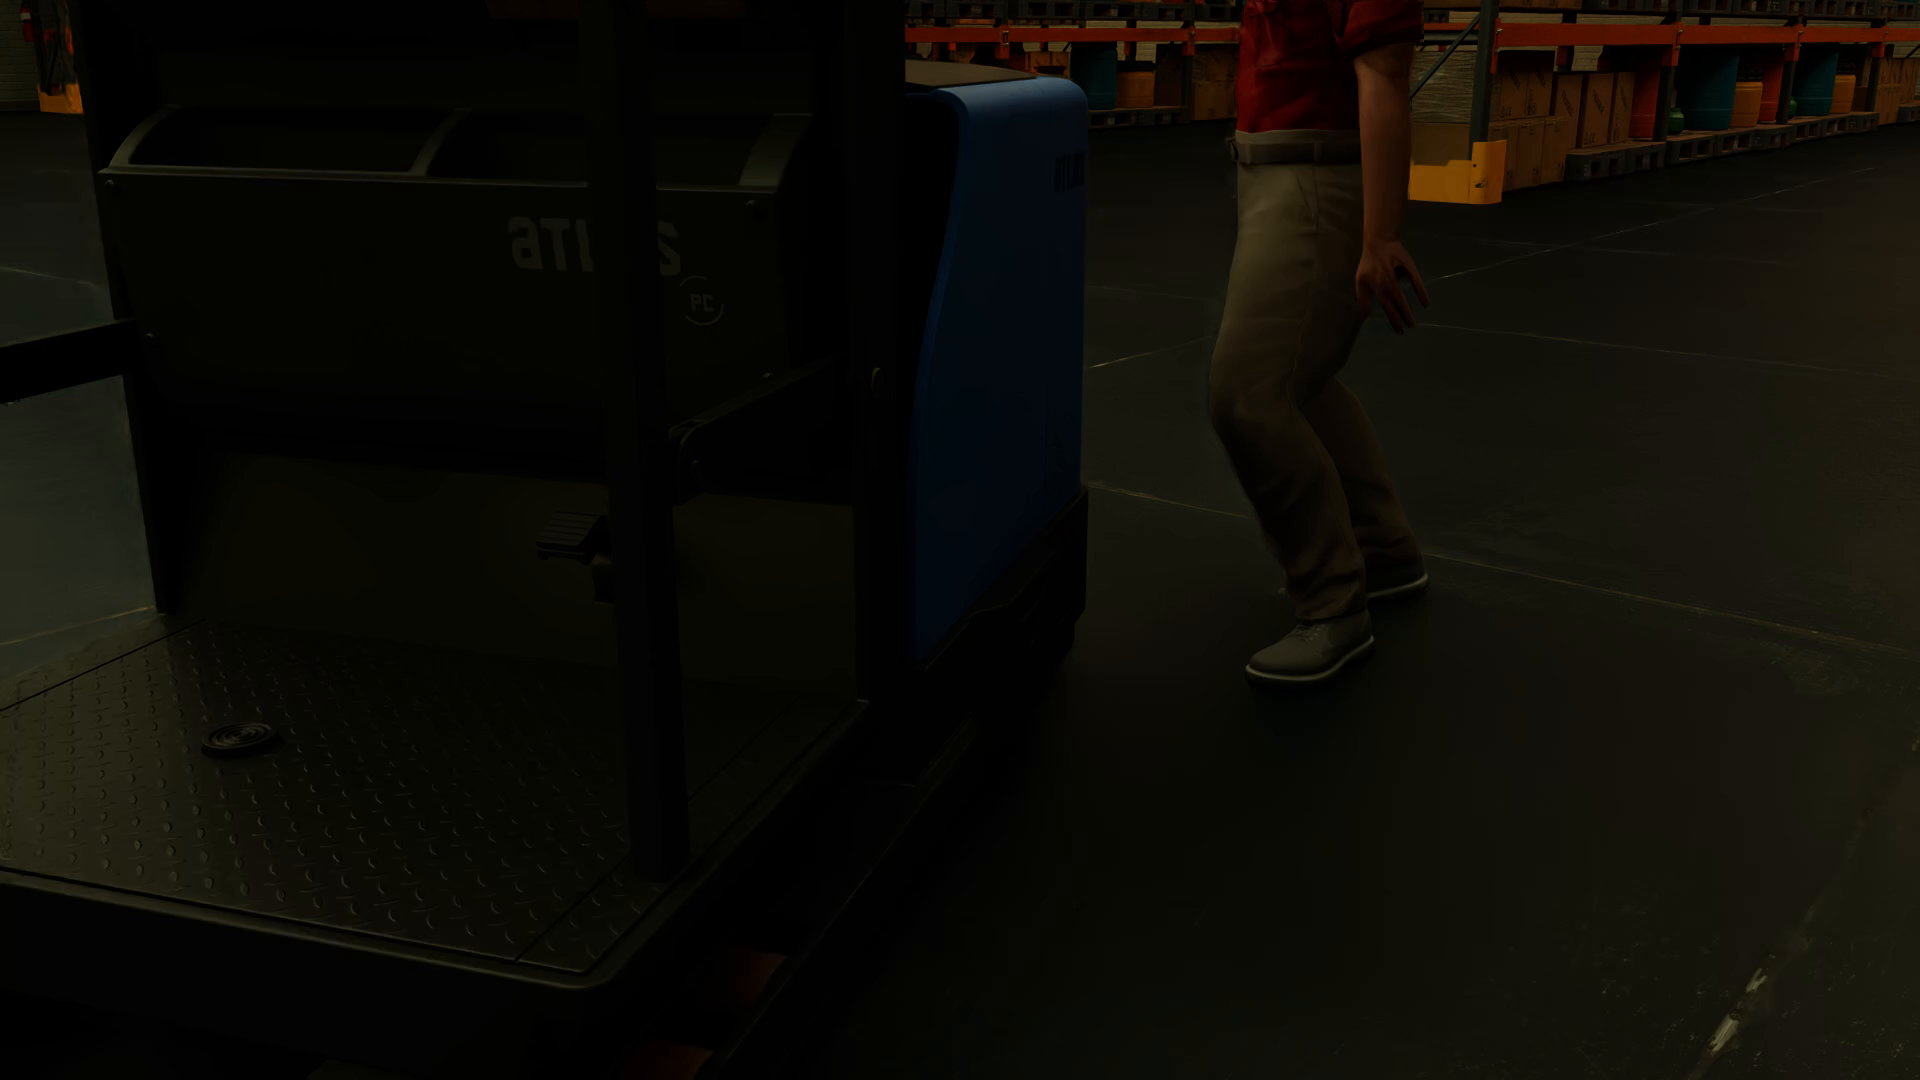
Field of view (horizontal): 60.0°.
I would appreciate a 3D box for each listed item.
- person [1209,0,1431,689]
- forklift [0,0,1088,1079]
[{"bbox_3d":[0.727,-0.623,3.201,0.437,1.713,0.889,4,17,12],"label":"person"},{"bbox_3d":[-0.685,-0.851,1.699,1.130,2.935,3.031,5,18,17],"label":"forklift"}]
